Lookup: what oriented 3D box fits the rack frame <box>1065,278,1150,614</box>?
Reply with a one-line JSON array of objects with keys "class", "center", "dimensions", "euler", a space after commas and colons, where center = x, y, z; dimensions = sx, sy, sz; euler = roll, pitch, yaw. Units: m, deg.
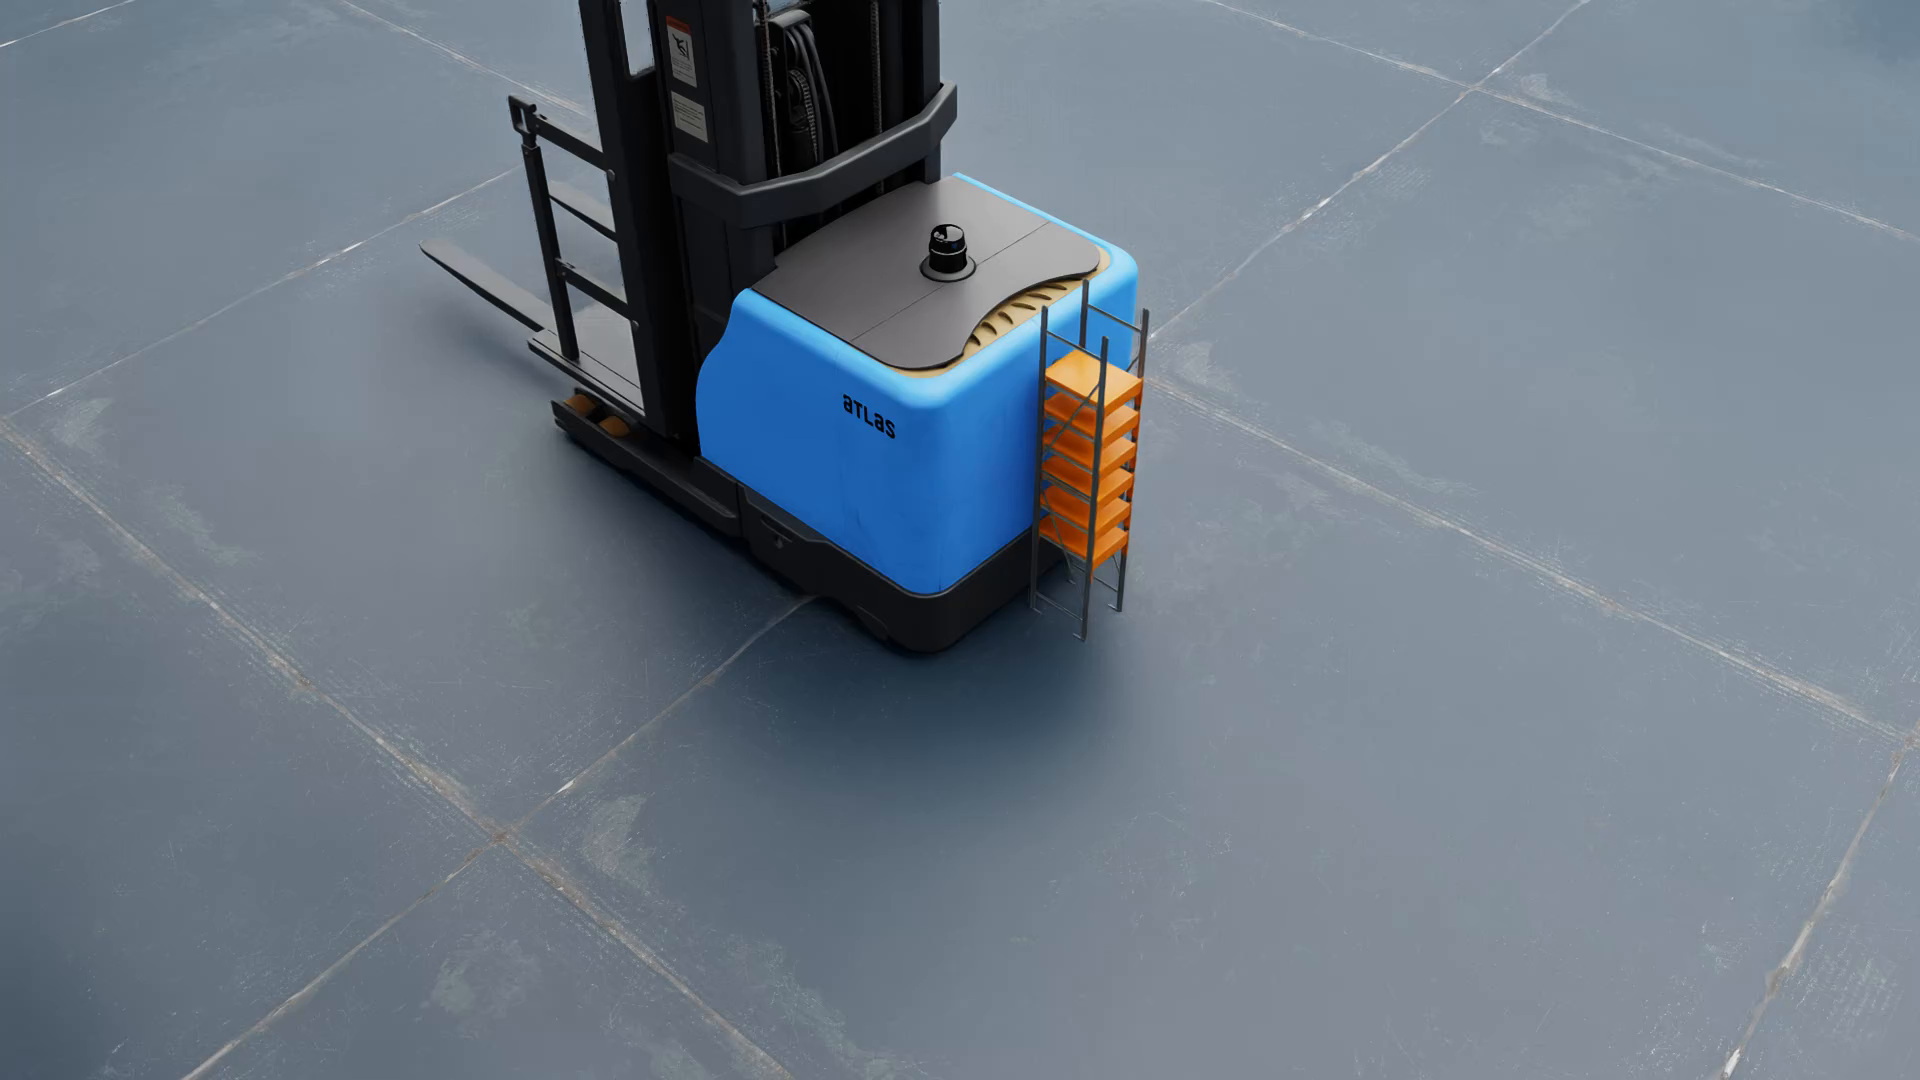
[{"class": "rack frame", "center": [0.444, -0.256, 5.140], "dimensions": [0.240, 1.200, 0.006], "euler": [32, 51, 30]}]

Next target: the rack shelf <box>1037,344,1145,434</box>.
[{"class": "rack shelf", "center": [0.382, -0.444, 4.877], "dimensions": [0.258, 0.103, 0.180], "euler": [32, 51, 30]}]

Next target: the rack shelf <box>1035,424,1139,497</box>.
[{"class": "rack shelf", "center": [0.382, -0.267, 5.039], "dimensions": [0.258, 0.103, 0.180], "euler": [32, 51, 30]}]

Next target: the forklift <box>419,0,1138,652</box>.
[{"class": "forklift", "center": [-0.857, -1.597, 5.328], "dimensions": [3.031, 2.935, 1.130], "euler": [32, 51, 30]}]

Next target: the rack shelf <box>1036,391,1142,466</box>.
[{"class": "rack shelf", "center": [0.382, -0.355, 4.958], "dimensions": [0.258, 0.103, 0.180], "euler": [32, 51, 30]}]

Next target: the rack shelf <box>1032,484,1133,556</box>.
[{"class": "rack shelf", "center": [0.382, -0.089, 5.201], "dimensions": [0.258, 0.103, 0.180], "euler": [32, 51, 30]}]

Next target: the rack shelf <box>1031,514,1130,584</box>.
[{"class": "rack shelf", "center": [0.382, -0.001, 5.281], "dimensions": [0.258, 0.103, 0.180], "euler": [32, 51, 30]}]

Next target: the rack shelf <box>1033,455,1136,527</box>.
[{"class": "rack shelf", "center": [0.382, -0.178, 5.120], "dimensions": [0.258, 0.103, 0.180], "euler": [32, 51, 30]}]

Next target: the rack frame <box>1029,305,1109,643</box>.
[{"class": "rack frame", "center": [0.320, -0.166, 5.040], "dimensions": [0.240, 1.200, 0.006], "euler": [32, 51, 30]}]

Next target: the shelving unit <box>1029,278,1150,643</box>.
[{"class": "shelving unit", "center": [0.382, -0.211, 5.090], "dimensions": [0.258, 1.200, 0.189], "euler": [32, 51, 30]}]
